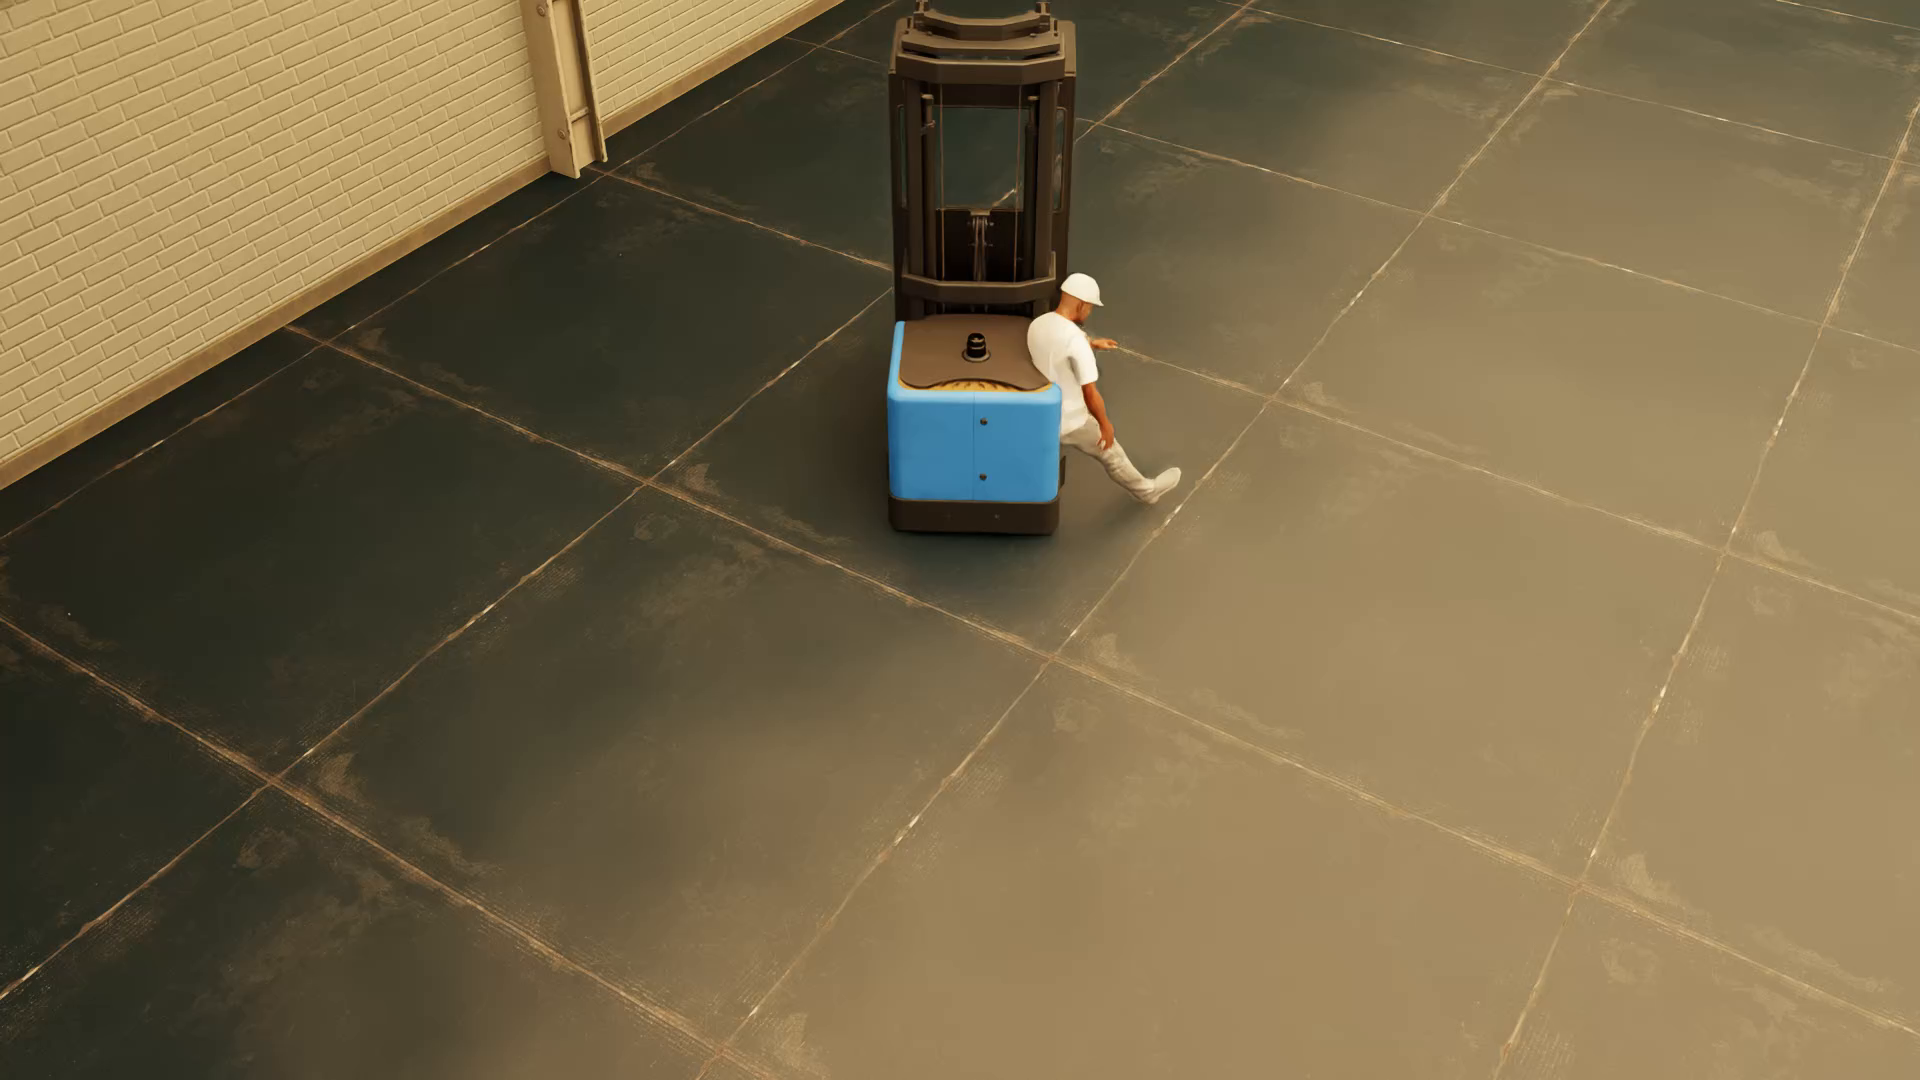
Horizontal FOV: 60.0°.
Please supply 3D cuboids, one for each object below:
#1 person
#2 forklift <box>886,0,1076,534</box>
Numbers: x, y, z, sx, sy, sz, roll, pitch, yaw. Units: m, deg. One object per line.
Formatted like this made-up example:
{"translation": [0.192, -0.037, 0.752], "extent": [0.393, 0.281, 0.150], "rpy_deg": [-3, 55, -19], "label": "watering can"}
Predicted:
{"translation": [0.799, -0.944, 10.103], "extent": [0.965, 1.551, 0.970], "rpy_deg": [-17, 43, -19], "label": "person"}
{"translation": [0.138, -2.089, 10.432], "extent": [1.130, 2.935, 3.031], "rpy_deg": [1, 40, 2], "label": "forklift"}
